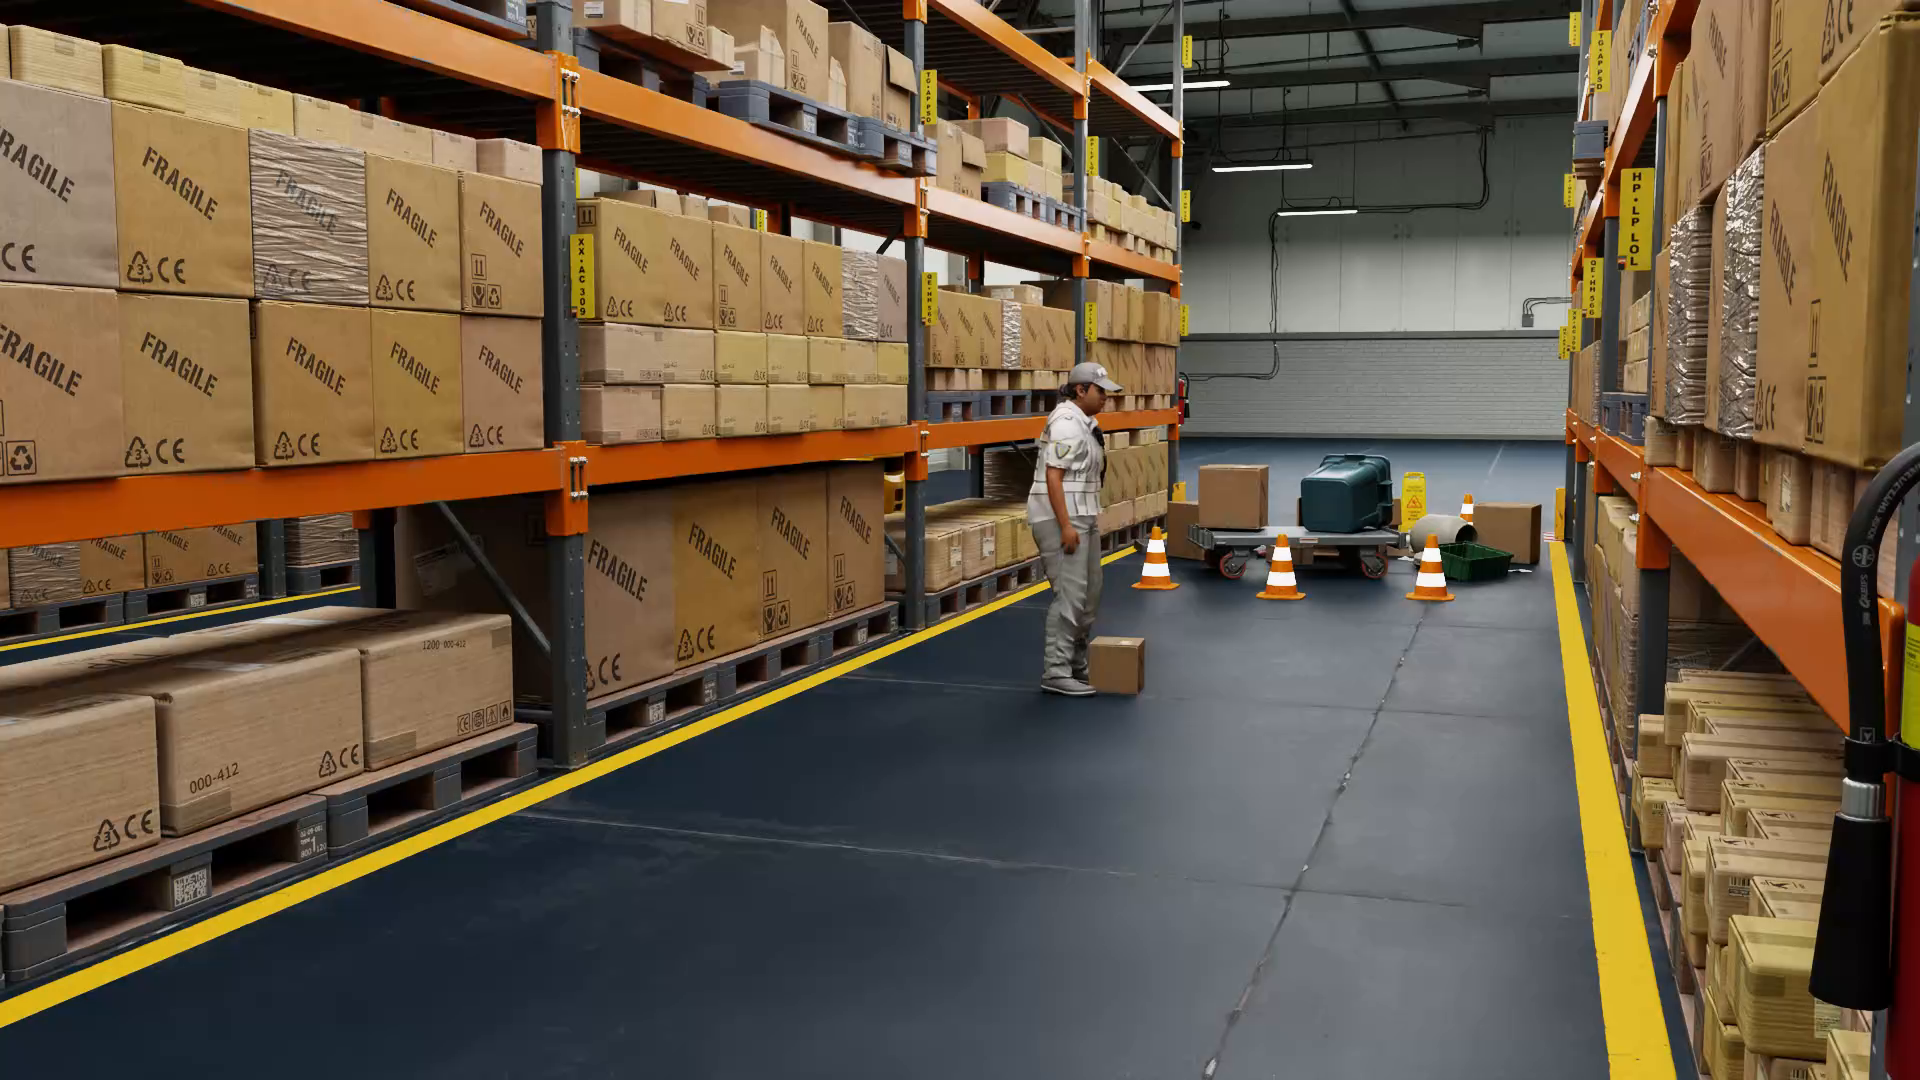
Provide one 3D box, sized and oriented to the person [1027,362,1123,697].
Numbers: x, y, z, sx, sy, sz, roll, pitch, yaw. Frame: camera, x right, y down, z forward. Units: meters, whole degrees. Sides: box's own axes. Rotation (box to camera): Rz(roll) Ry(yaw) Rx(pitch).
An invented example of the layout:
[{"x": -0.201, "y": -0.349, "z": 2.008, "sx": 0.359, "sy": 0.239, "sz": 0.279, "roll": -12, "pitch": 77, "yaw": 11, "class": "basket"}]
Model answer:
[{"x": 0.589, "y": -0.072, "z": 8.480, "sx": 0.465, "sy": 1.666, "sz": 0.538, "roll": 2, "pitch": 6, "yaw": 19, "class": "person"}]
